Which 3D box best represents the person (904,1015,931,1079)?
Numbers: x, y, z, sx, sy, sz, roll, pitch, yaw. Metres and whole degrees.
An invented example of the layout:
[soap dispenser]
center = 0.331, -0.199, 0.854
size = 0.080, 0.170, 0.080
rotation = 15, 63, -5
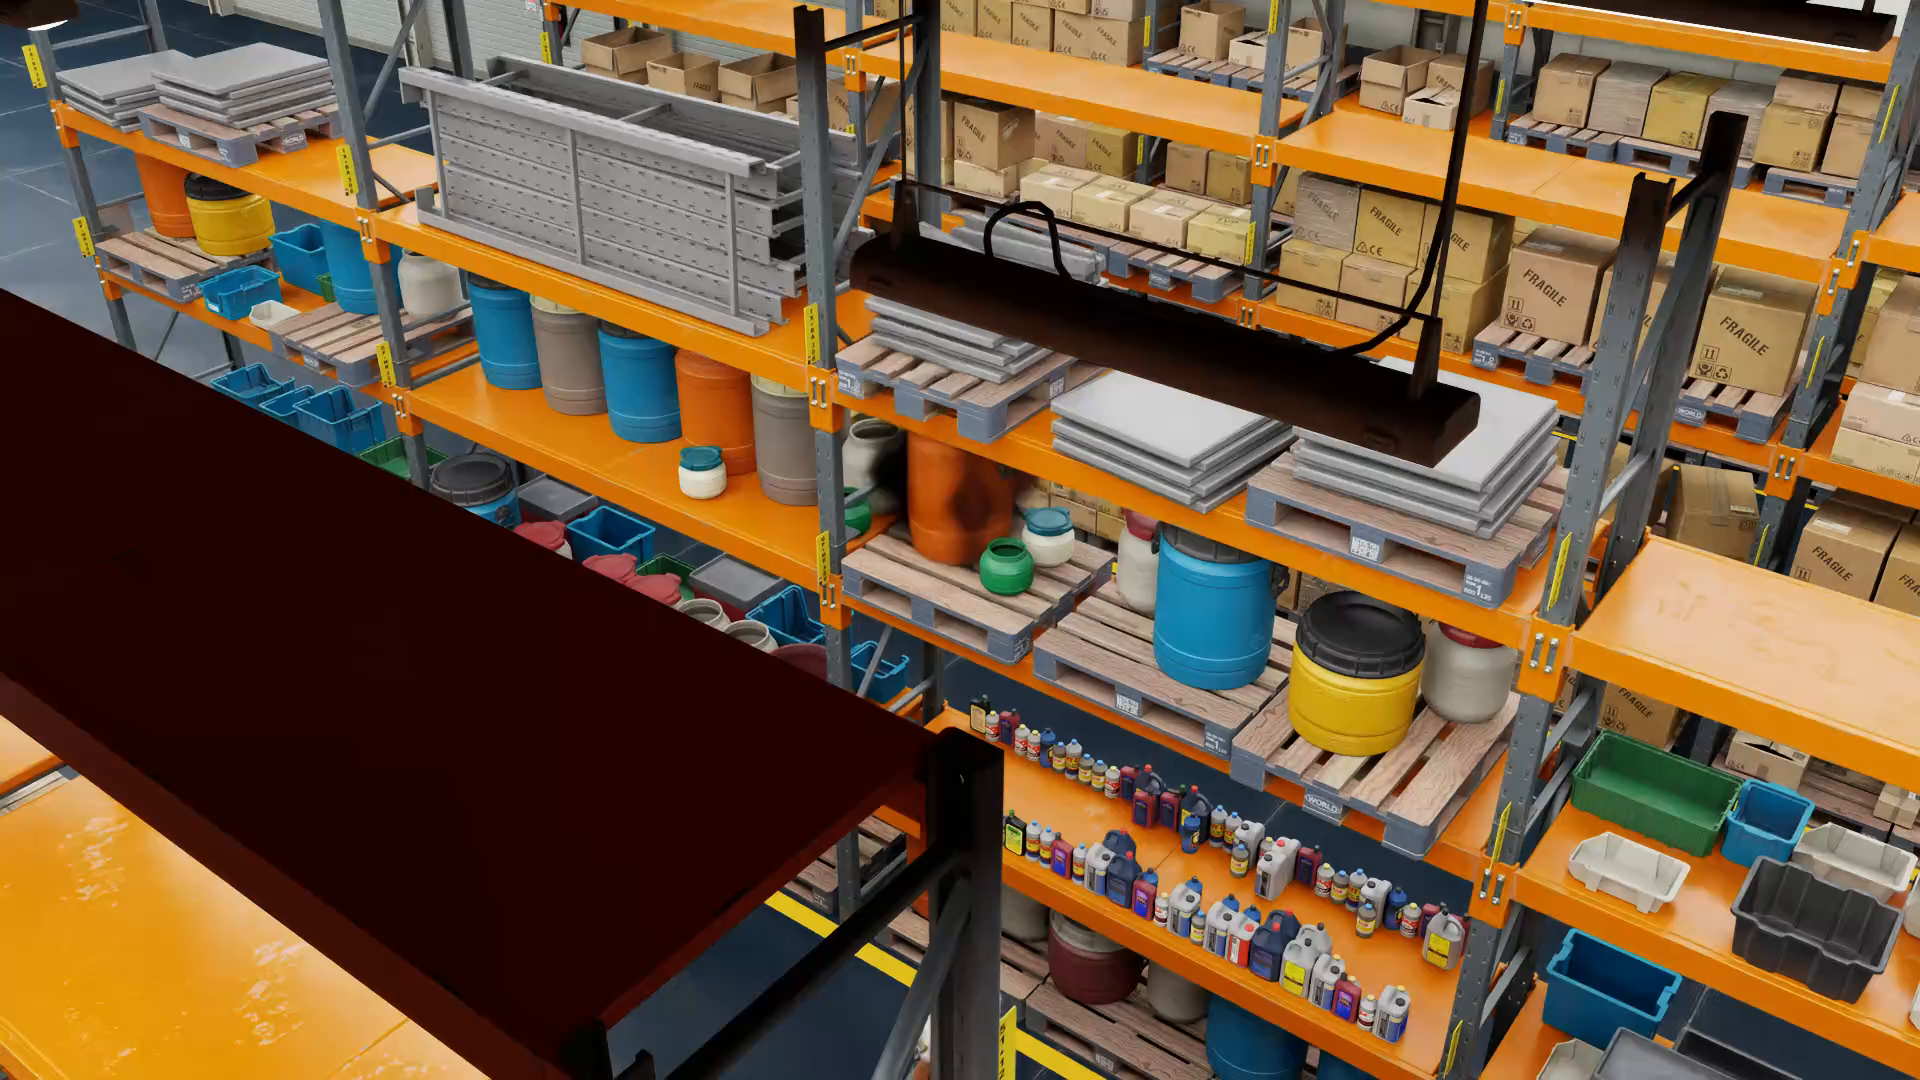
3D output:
[person]
center = -0.033, 2.844, 9.082
size = 0.927, 1.607, 0.604
rotation = 24, 39, 34
